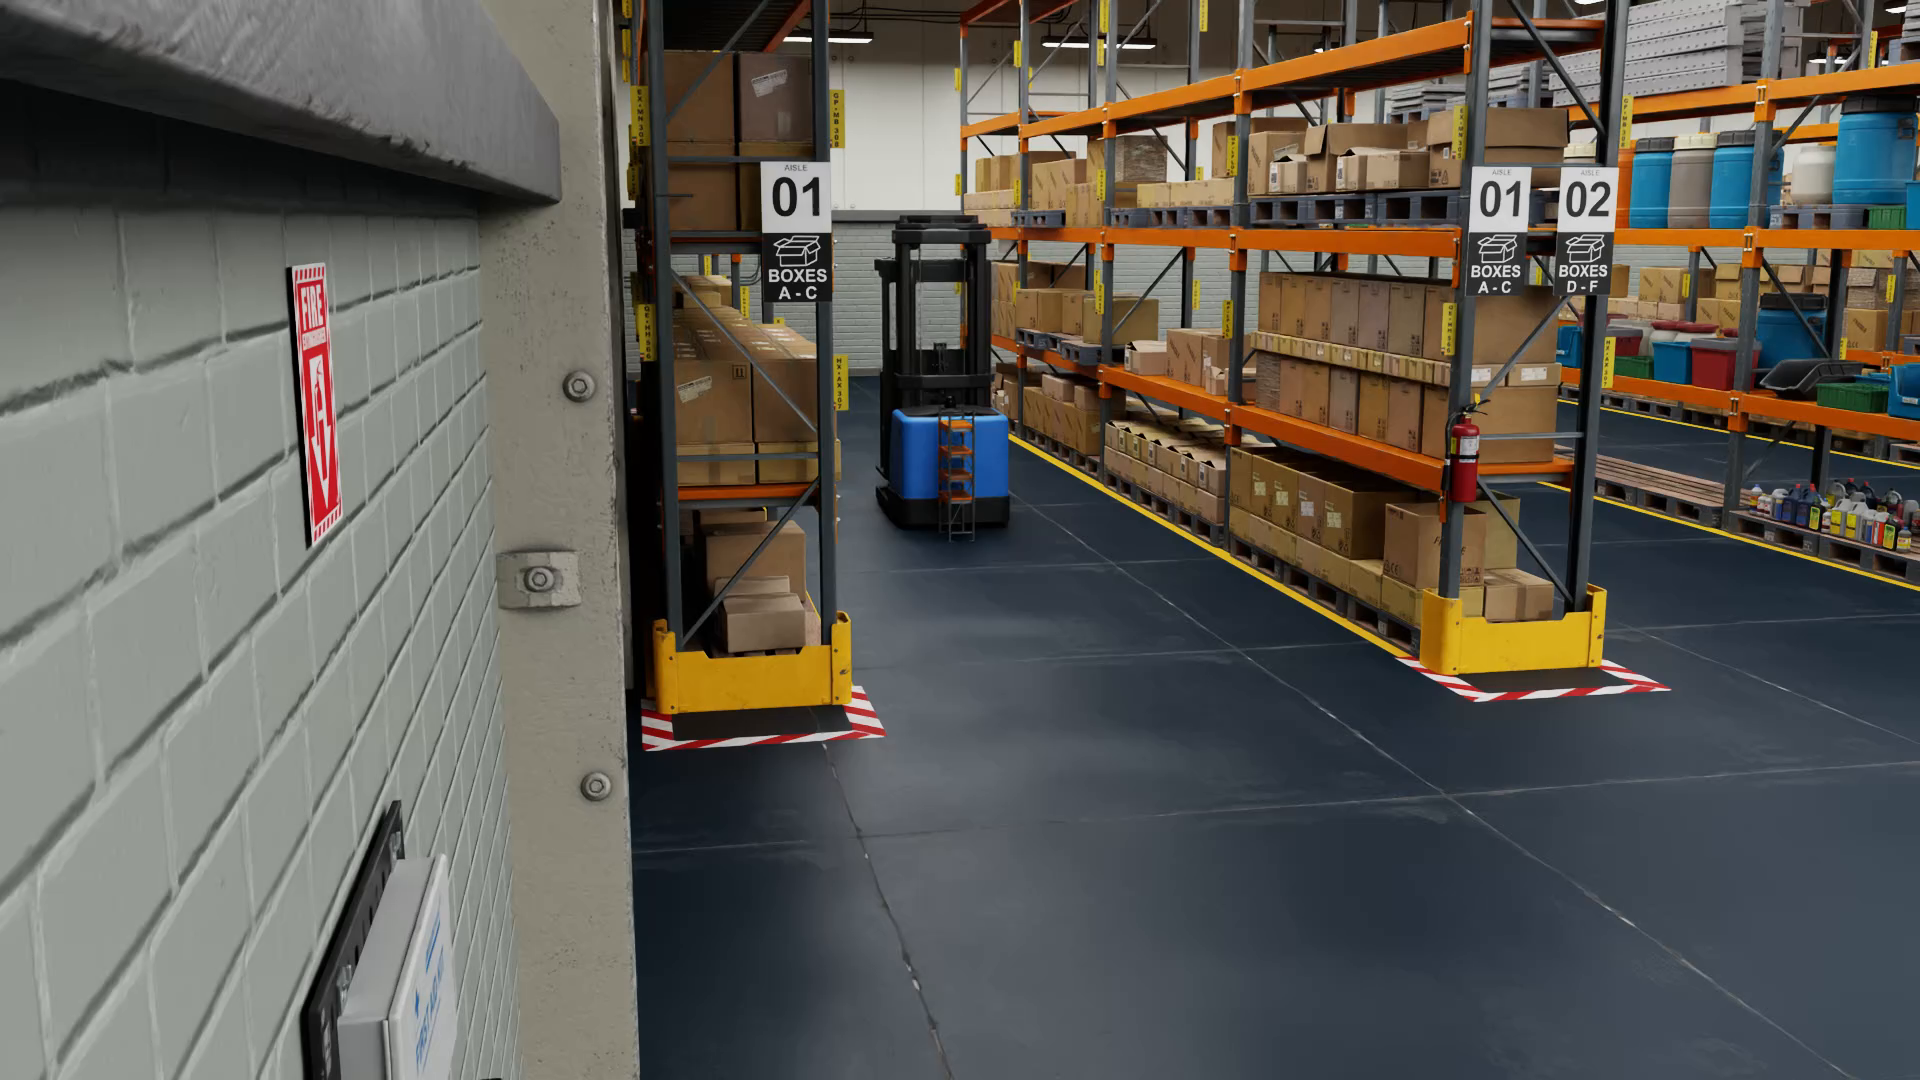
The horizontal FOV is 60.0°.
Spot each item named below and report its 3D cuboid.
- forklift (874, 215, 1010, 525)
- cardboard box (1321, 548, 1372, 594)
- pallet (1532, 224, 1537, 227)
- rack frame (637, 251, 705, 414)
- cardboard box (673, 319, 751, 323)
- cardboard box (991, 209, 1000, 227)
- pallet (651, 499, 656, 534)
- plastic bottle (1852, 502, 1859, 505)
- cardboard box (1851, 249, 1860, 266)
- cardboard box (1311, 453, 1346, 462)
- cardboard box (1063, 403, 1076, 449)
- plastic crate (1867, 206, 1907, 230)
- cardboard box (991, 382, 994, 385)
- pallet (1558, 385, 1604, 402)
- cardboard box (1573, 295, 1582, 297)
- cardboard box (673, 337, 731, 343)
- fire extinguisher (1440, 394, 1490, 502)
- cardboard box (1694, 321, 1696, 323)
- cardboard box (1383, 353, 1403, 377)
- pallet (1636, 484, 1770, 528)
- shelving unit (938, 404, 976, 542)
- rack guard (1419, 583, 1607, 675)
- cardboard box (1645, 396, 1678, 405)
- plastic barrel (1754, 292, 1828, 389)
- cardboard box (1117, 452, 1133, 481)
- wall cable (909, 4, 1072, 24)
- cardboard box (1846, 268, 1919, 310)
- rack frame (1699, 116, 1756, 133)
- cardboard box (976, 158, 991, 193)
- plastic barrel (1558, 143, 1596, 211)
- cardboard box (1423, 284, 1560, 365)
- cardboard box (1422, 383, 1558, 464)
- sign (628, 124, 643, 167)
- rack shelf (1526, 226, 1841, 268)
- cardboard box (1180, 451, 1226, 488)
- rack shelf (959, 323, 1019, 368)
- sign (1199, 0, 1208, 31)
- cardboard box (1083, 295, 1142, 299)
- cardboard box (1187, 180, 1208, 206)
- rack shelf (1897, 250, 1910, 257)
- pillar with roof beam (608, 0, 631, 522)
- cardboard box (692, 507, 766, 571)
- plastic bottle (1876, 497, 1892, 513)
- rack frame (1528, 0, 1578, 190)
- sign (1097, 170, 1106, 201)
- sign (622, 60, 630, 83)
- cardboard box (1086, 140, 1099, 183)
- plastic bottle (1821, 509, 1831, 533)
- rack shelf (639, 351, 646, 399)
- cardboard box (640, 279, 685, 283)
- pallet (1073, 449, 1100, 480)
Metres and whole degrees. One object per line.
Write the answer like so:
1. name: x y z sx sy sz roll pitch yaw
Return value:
1. forklift: -0.273 -1.807 16.907 1.130 2.935 3.031 -2 11 -9
2. cardboard box: 3.017 0.214 12.335 0.500 0.250 0.500 -2 11 -11
3. pallet: 6.870 -3.831 19.840 1.003 0.211 1.213 -2 11 -11
4. rack frame: -4.351 -3.414 25.163 1.000 3.000 0.127 -2 11 -11
5. cardboard box: -2.184 -1.675 14.586 0.700 0.500 0.500 -1 11 -5
6. cardboard box: 0.737 -4.524 23.374 0.500 0.250 0.500 -2 11 -11
7. pallet: -2.411 -0.210 15.789 1.003 0.211 1.213 -2 11 -11
8. plastic bottle: 7.711 -0.186 14.310 0.152 0.276 0.135 -2 11 -11
9. cardboard box: 15.042 -4.618 27.754 0.500 0.500 0.500 -2 11 -9
10. cardboard box: 3.232 -0.448 13.809 0.500 0.500 0.500 -2 11 -11
11. cardboard box: 1.551 -1.373 19.952 0.500 0.500 0.500 -3 11 -13
12. plastic crate: 7.741 -2.643 13.660 0.336 0.188 0.450 -2 11 -11
13. cardboard box: 0.432 -2.258 25.269 0.500 0.250 0.500 -2 11 -11
14. pallet: 10.458 -2.440 27.508 1.003 0.211 1.213 -2 11 -11
15. cardboard box: 10.151 -4.205 26.923 0.500 0.500 0.500 -2 11 -12
16. cardboard box: -1.830 -1.142 11.571 0.500 0.500 0.500 -2 11 -10
17. fire extinguisher: 3.187 -0.584 10.500 0.296 0.674 0.183 -2 11 -11
18. cardboard box: 10.623 -3.141 24.403 0.380 0.149 0.250 -2 11 -11
19. cardboard box: 3.209 -1.232 11.699 0.380 0.149 0.250 -2 11 -10
20. pallet: 7.510 -0.346 16.503 1.003 0.211 1.213 -2 11 -11
21. shelving unit: -0.032 -0.620 15.297 0.258 1.200 0.503 -2 11 -11
22. rack guard: 3.624 0.572 10.906 1.175 0.500 0.348 -2 11 -11
23. cardboard box: 10.953 -2.507 24.959 0.875 0.875 0.875 -2 11 -11
24. plastic barrel: 7.923 -1.901 15.876 0.600 0.901 0.708 -2 11 -11
25. cardboard box: 1.976 -0.784 17.577 0.500 0.250 0.500 -2 11 -13
26. wall cable: 0.589 -10.812 30.622 3.097 2.526 0.112 -2 11 -11
27. cardboard box: 11.655 -3.164 20.898 0.797 0.503 0.637 -2 11 -9
28. rack frame: 11.003 -6.168 23.587 1.000 3.000 0.127 -2 11 -11
29. cardboard box: 0.638 -5.420 24.740 0.700 0.500 0.500 -2 11 -11
30. plastic barrel: 6.870 -3.868 18.187 0.600 0.901 0.600 0 11 0
31. cardboard box: 3.531 -1.442 11.068 0.700 0.500 0.500 -2 11 -11
32. cardboard box: 3.541 -0.795 11.139 0.700 0.500 0.500 -2 11 -11
33. sign: -2.561 -3.113 13.125 0.100 0.325 0.005 -2 11 -11
34. rack shelf: 7.312 -3.060 17.207 1.077 0.370 4.000 -2 11 -11
35. cardboard box: 2.374 -0.684 15.551 0.500 0.311 0.500 -2 11 -9
36. rack shelf: 0.896 -2.874 24.254 1.077 0.370 4.000 -2 11 -11
37. sign: 2.607 -5.632 17.851 0.100 0.325 0.005 -2 11 -11
38. cardboard box: 1.840 -2.669 19.859 0.700 0.500 0.500 0 11 0
39. cardboard box: 2.530 -3.353 16.099 0.500 0.250 0.500 -3 11 -16
40. rack shelf: 12.170 -3.240 18.153 1.077 0.370 4.000 -2 11 -11
41. pillar with roof beam: 0.832 -4.780 16.298 9.100 9.000 0.400 -2 11 -11
42. cardboard box: -1.776 -0.012 12.800 0.500 0.500 0.500 -3 11 -15
43. plastic bottle: 8.113 -0.244 14.600 0.061 0.283 0.133 -2 11 -11
44. rack frame: 6.923 -5.254 18.786 1.000 3.000 0.127 -2 11 -11
45. sign: 1.531 -3.836 17.974 0.100 0.325 0.005 -2 11 -11
46. sign: -4.896 -6.878 24.400 0.100 0.325 0.005 -2 11 -11
47. cardboard box: 1.786 -4.409 19.426 0.500 0.500 0.500 -2 11 -11
48. plastic bottle: 7.520 -0.164 14.397 0.097 0.201 0.097 0 11 0
49. rack shelf: -3.184 -1.960 19.449 1.077 0.370 4.000 -2 11 -11
50. cardboard box: -3.431 -2.876 19.218 0.500 0.250 0.500 -2 11 -12
51. pallet: 1.955 -0.896 19.392 1.003 0.211 1.213 -2 11 -11
